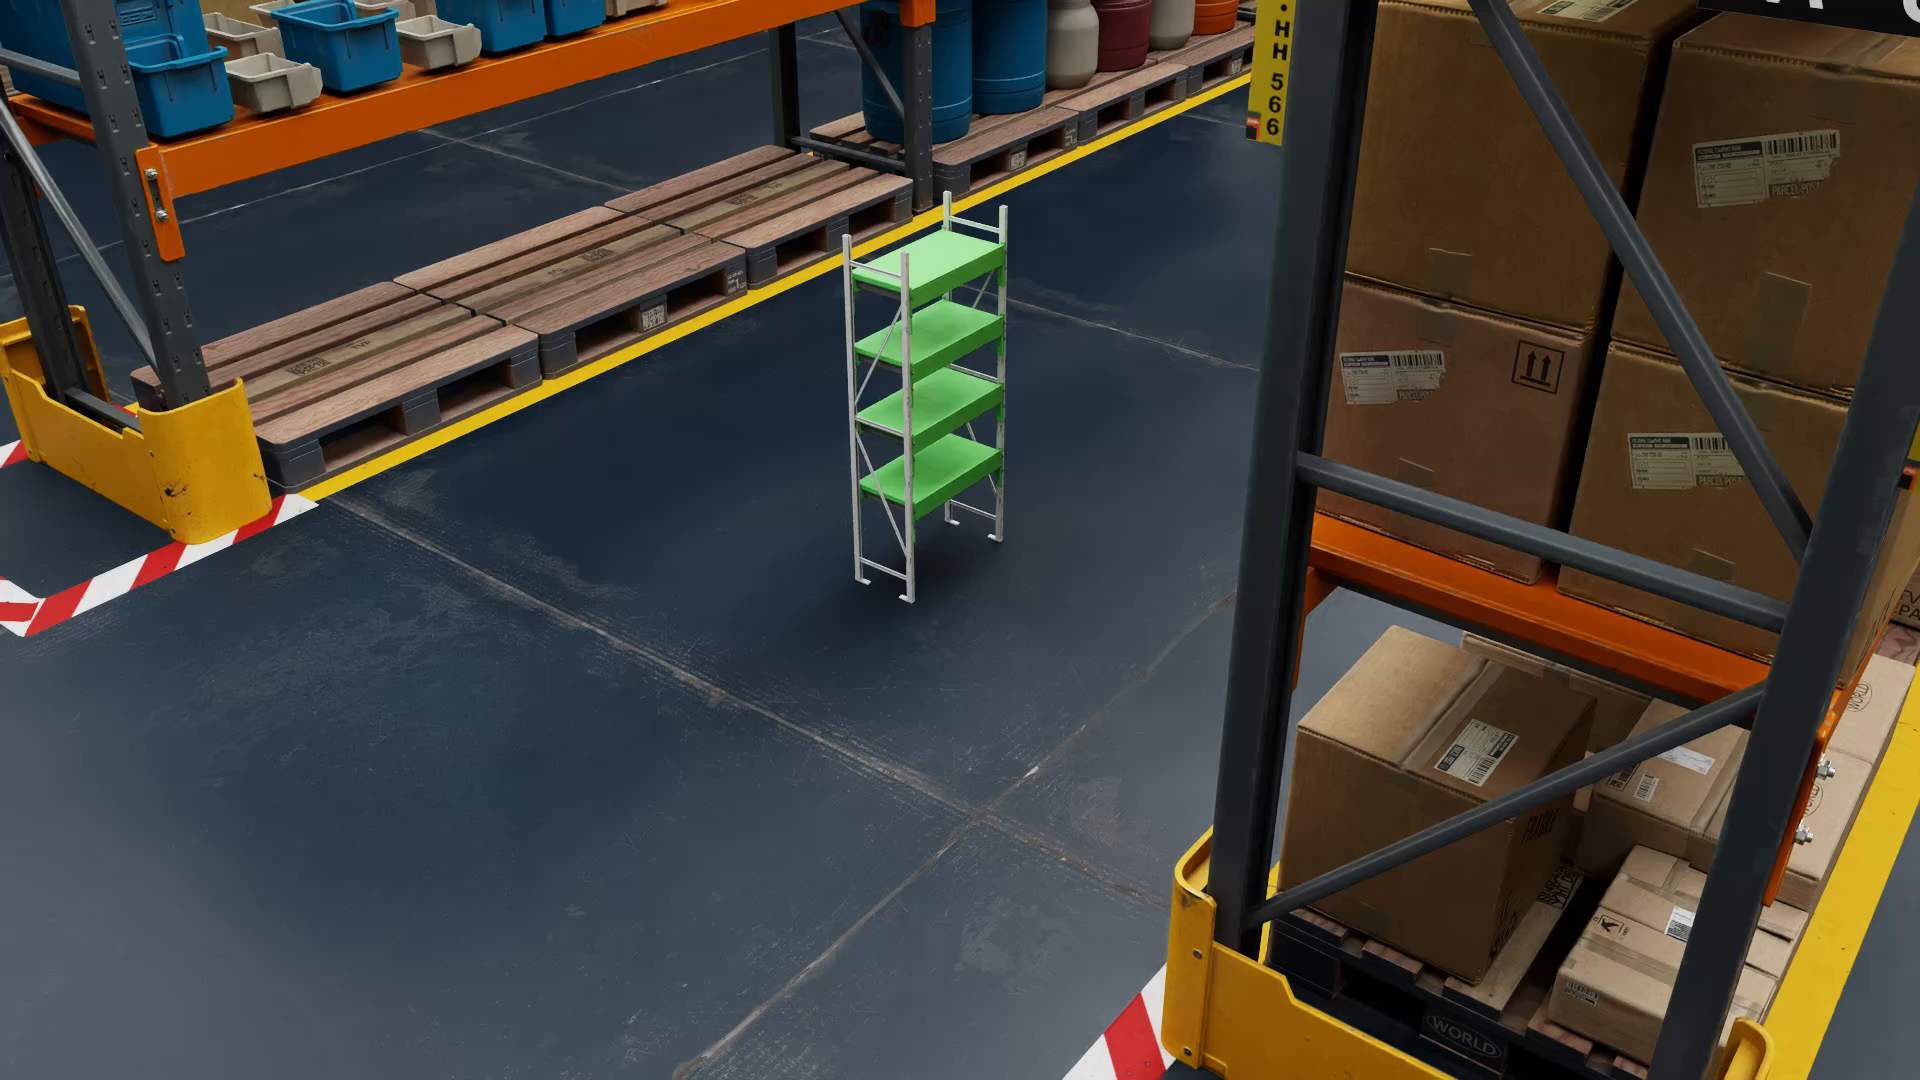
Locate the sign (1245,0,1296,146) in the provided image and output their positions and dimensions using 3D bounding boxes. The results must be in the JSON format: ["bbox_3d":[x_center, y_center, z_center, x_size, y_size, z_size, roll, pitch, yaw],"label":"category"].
[{"bbox_3d":[0.528,-0.810,2.729,0.100,0.325,0.005,21,37,31],"label":"sign"}]

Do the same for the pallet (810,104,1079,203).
[{"bbox_3d":[-0.075,-2.250,9.339,1.003,0.211,1.213,21,37,31],"label":"pallet"}]

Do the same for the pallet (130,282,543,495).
[{"bbox_3d":[-2.460,-0.646,6.634,1.003,0.211,1.213,21,37,31],"label":"pallet"}]

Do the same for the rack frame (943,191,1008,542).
[{"bbox_3d":[0.047,-0.548,5.498,0.240,1.200,0.015,21,37,31],"label":"rack frame"}]

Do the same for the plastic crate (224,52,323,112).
[{"bbox_3d":[-2.318,-1.539,5.605,0.250,0.136,0.298,21,37,31],"label":"plastic crate"}]

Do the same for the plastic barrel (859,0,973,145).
[{"bbox_3d":[-0.232,-2.642,8.913,0.600,0.901,0.708,21,37,31],"label":"plastic barrel"}]

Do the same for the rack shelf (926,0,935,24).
[{"bbox_3d":[0.633,-3.652,9.676,1.077,0.370,4.000,21,37,31],"label":"rack shelf"}]

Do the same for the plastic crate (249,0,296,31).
[{"bbox_3d":[-2.454,-1.936,6.274,0.396,0.136,0.243,21,37,31],"label":"plastic crate"}]

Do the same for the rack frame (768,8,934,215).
[{"bbox_3d":[-0.574,-3.149,8.121,1.000,3.000,0.127,21,37,31],"label":"rack frame"}]

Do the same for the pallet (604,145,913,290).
[{"bbox_3d":[-0.987,-1.638,8.307,1.003,0.211,1.213,21,37,31],"label":"pallet"}]

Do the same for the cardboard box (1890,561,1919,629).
[{"bbox_3d":[2.802,-0.031,5.067,0.500,0.311,0.500,21,37,31],"label":"cardboard box"}]

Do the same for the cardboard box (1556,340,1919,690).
[{"bbox_3d":[1.436,-0.139,2.944,0.500,0.500,0.500,22,37,32],"label":"cardboard box"}]

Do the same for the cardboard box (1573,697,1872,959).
[{"bbox_3d":[1.814,0.660,3.960,0.500,0.250,0.500,21,37,31],"label":"cardboard box"}]

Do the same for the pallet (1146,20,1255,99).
[{"bbox_3d":[1.398,-3.242,11.013,1.003,0.211,1.213,21,37,31],"label":"pallet"}]

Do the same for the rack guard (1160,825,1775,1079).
[{"bbox_3d":[1.004,1.048,3.492,1.175,0.500,0.348,21,37,31],"label":"rack guard"}]

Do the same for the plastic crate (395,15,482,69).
[{"bbox_3d":[-1.908,-1.815,6.070,0.250,0.136,0.298,21,37,31],"label":"plastic crate"}]

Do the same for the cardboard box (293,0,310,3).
[{"bbox_3d":[-4.153,-4.206,11.577,1.225,0.875,0.875,21,37,31],"label":"cardboard box"}]

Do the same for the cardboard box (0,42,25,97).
[{"bbox_3d":[-6.066,-2.968,9.489,0.875,0.875,0.875,21,37,31],"label":"cardboard box"}]

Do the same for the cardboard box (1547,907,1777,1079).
[{"bbox_3d":[1.485,0.976,3.526,0.380,0.149,0.250,21,37,31],"label":"cardboard box"}]

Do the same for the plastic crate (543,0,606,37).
[{"bbox_3d":[-1.601,-2.133,6.512,0.416,0.233,0.300,21,37,31],"label":"plastic crate"}]

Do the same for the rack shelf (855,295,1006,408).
[{"bbox_3d":[-0.100,-0.600,5.241,0.258,0.148,0.480,21,37,31],"label":"rack shelf"}]

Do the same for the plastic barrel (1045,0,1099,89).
[{"bbox_3d":[0.607,-2.965,9.839,0.421,0.512,0.421,0,31,0],"label":"plastic barrel"}]

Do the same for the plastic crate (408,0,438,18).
[{"bbox_3d":[-2.142,-2.182,6.690,0.298,0.136,0.250,21,37,31],"label":"plastic crate"}]

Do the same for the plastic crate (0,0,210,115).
[{"bbox_3d":[-2.936,-1.757,5.680,0.616,0.435,0.499,21,37,31],"label":"plastic crate"}]

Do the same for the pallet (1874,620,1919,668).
[{"bbox_3d":[2.221,0.354,4.946,1.003,0.211,1.213,21,37,31],"label":"pallet"}]

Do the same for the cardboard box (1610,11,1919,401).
[{"bbox_3d":[1.436,-0.569,2.689,0.500,0.500,0.500,22,37,33],"label":"cardboard box"}]

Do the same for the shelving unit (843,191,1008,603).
[{"bbox_3d":[-0.100,-0.449,5.331,0.258,1.200,0.503,21,37,31],"label":"shelving unit"}]

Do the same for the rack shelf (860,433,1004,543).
[{"bbox_3d":[-0.100,-0.187,5.486,0.258,0.148,0.480,21,37,31],"label":"rack shelf"}]

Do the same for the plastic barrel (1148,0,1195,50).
[{"bbox_3d":[1.289,-3.424,10.613,0.421,0.512,0.421,0,31,0],"label":"plastic barrel"}]

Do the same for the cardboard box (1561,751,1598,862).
[{"bbox_3d":[1.406,0.599,4.144,0.380,0.166,0.250,21,37,31],"label":"cardboard box"}]

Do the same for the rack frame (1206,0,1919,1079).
[{"bbox_3d":[0.958,0.003,2.802,1.000,3.000,0.127,21,37,31],"label":"rack frame"}]

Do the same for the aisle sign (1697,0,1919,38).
[{"bbox_3d":[1.151,-0.997,1.940,0.394,0.787,0.004,21,37,31],"label":"aisle sign"}]
